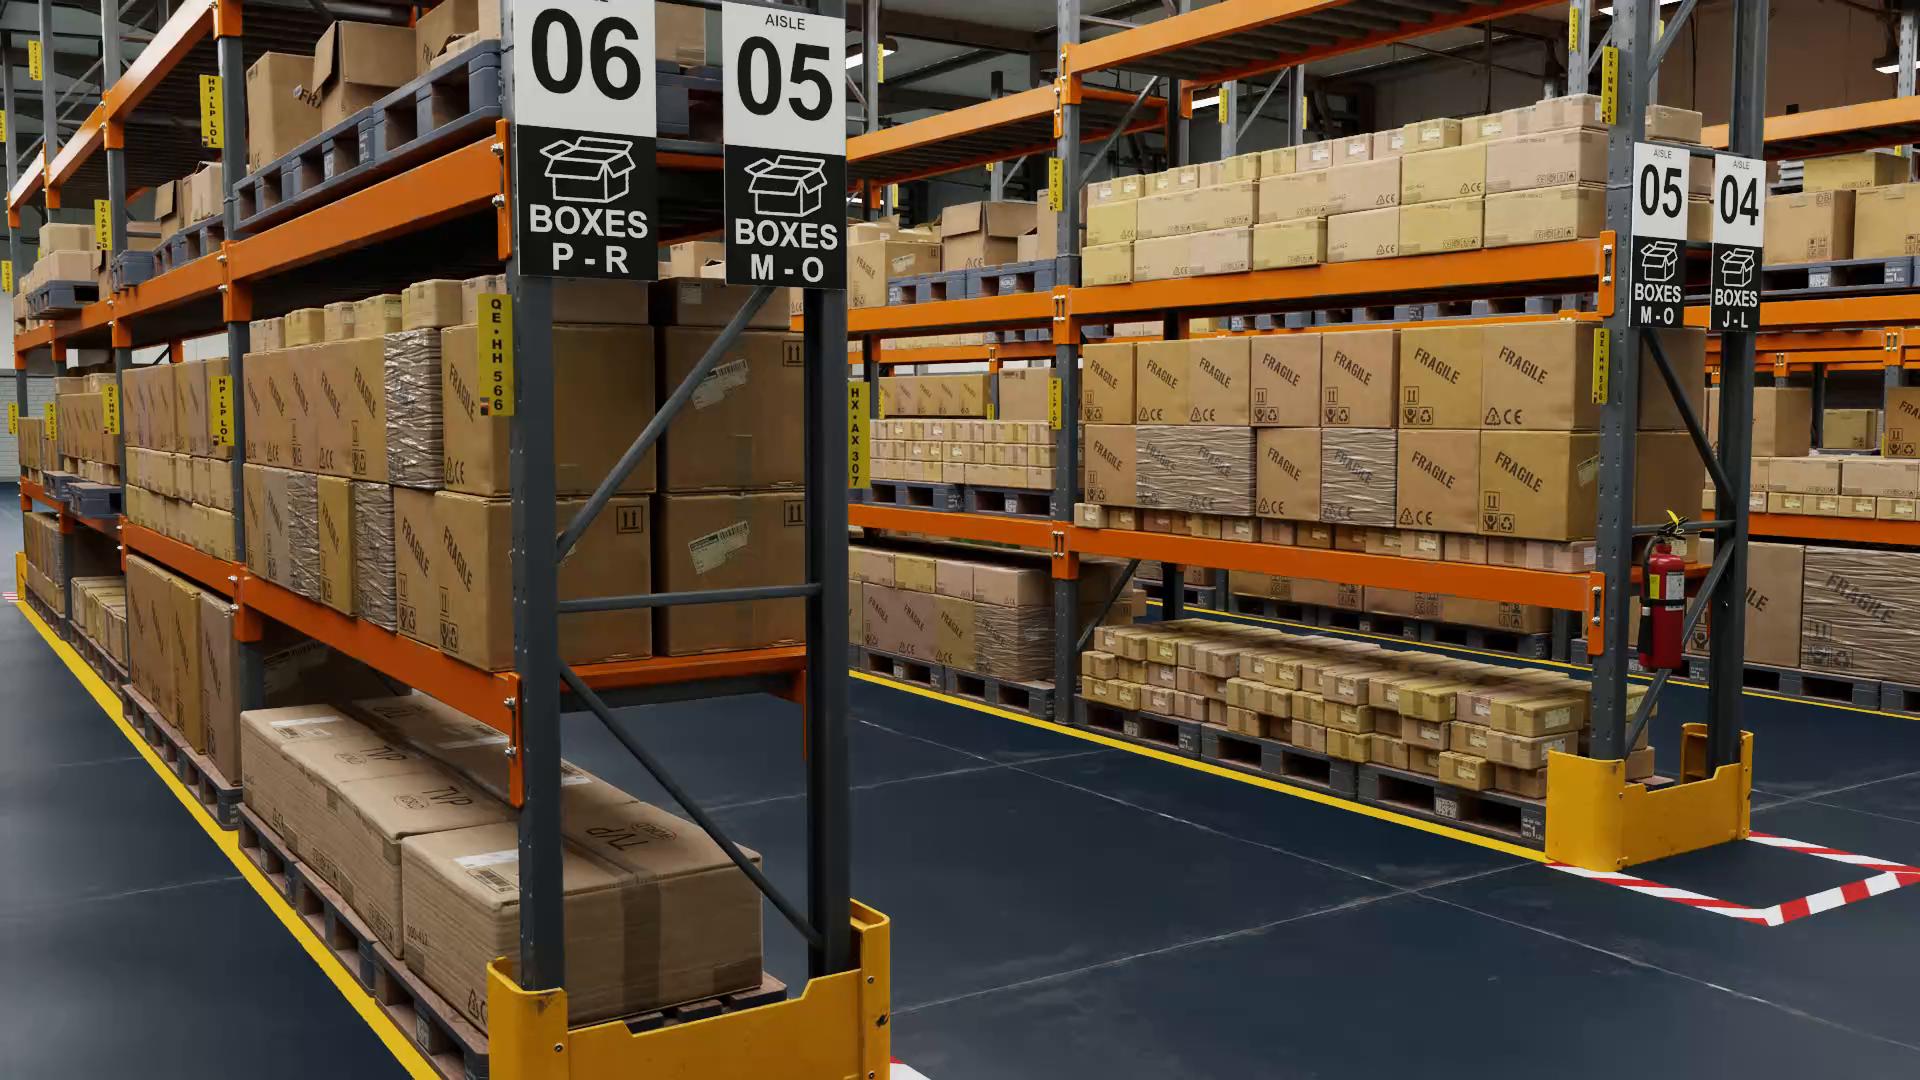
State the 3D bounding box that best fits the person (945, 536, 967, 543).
[{"bbox_3d":[-0.076,-0.284,18.169,0.583,1.740,1.057,-3,5,-32],"label":"person"}]
